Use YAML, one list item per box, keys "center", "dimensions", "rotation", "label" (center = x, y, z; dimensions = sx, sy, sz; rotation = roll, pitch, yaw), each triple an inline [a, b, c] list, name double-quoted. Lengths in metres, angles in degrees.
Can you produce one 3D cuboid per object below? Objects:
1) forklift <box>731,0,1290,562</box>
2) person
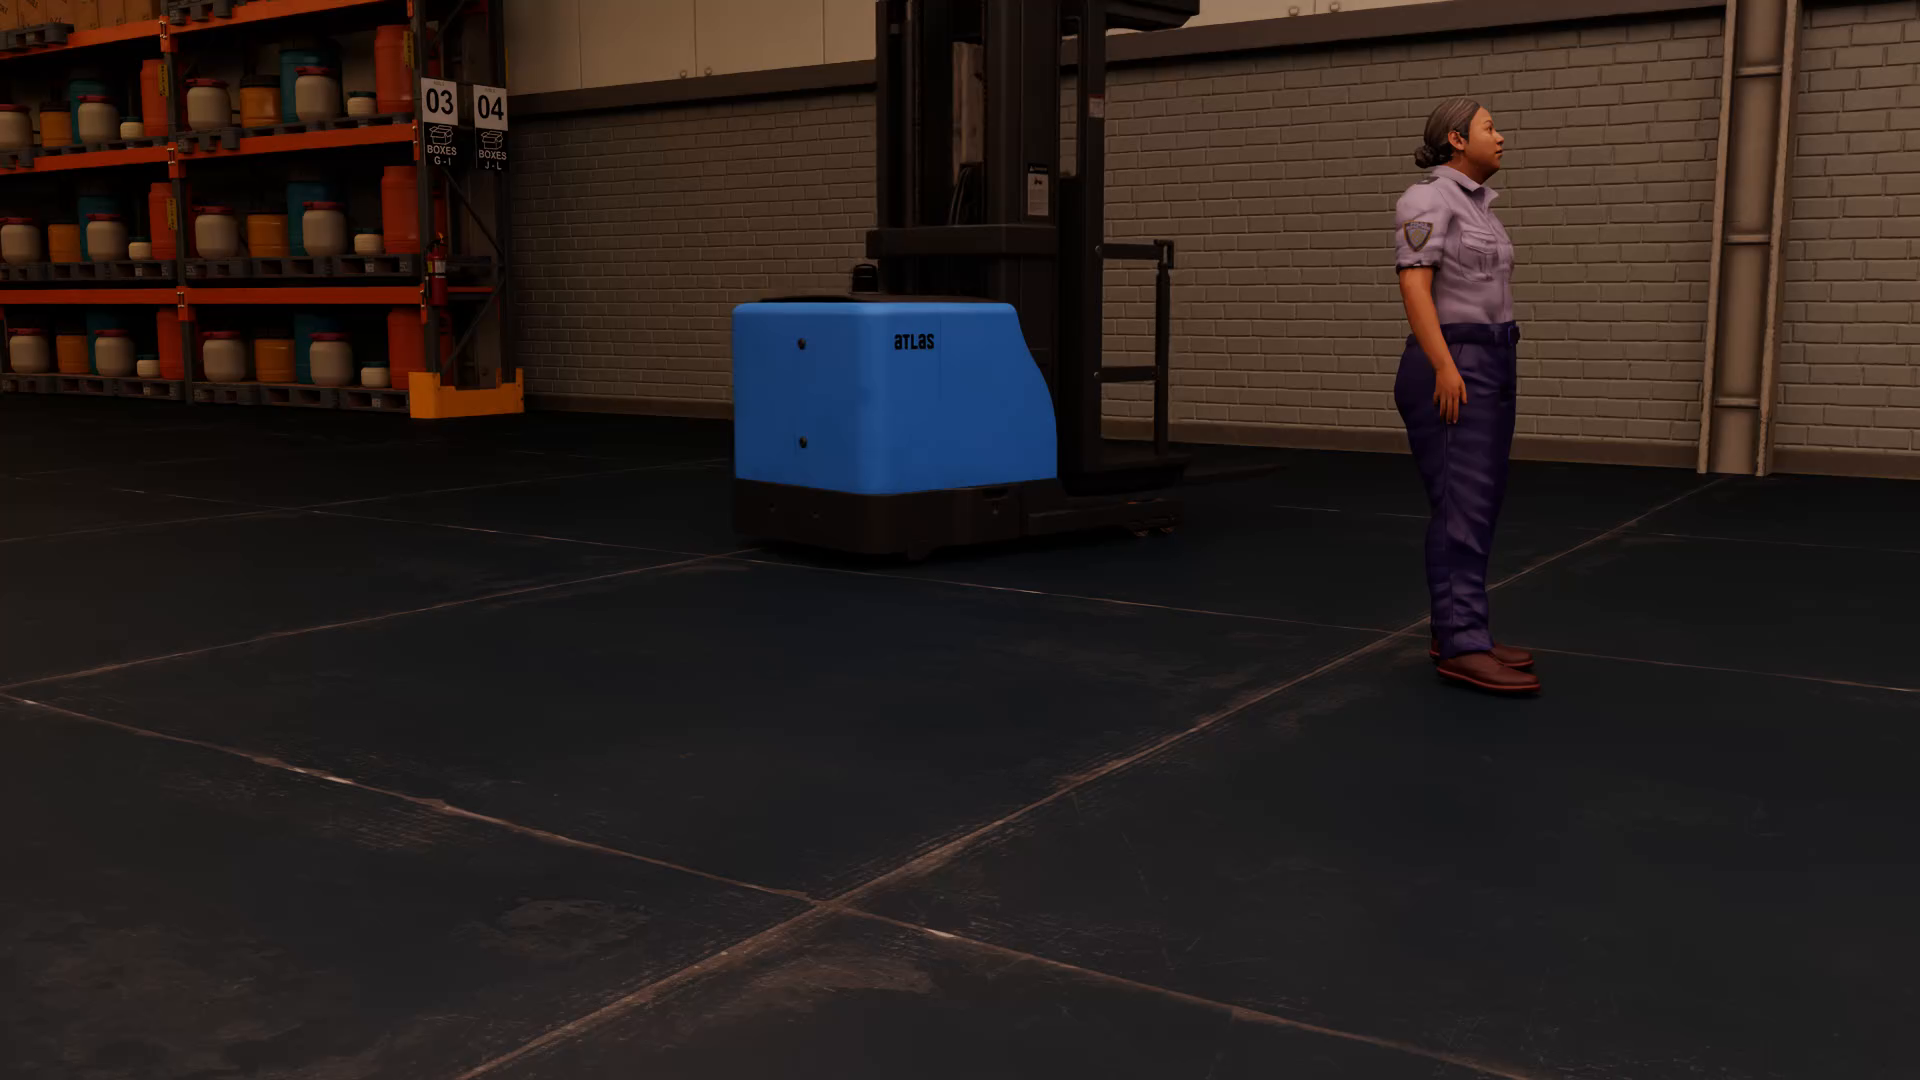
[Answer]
- center: [0.410, -1.513, 7.833]
  dimensions: [3.031, 2.935, 1.130]
  rotation: [-7, 11, -42]
  label: "forklift"
- center: [1.519, -0.438, 4.782]
  dimensions: [0.504, 1.652, 0.599]
  rotation: [6, 10, 34]
  label: "person"
